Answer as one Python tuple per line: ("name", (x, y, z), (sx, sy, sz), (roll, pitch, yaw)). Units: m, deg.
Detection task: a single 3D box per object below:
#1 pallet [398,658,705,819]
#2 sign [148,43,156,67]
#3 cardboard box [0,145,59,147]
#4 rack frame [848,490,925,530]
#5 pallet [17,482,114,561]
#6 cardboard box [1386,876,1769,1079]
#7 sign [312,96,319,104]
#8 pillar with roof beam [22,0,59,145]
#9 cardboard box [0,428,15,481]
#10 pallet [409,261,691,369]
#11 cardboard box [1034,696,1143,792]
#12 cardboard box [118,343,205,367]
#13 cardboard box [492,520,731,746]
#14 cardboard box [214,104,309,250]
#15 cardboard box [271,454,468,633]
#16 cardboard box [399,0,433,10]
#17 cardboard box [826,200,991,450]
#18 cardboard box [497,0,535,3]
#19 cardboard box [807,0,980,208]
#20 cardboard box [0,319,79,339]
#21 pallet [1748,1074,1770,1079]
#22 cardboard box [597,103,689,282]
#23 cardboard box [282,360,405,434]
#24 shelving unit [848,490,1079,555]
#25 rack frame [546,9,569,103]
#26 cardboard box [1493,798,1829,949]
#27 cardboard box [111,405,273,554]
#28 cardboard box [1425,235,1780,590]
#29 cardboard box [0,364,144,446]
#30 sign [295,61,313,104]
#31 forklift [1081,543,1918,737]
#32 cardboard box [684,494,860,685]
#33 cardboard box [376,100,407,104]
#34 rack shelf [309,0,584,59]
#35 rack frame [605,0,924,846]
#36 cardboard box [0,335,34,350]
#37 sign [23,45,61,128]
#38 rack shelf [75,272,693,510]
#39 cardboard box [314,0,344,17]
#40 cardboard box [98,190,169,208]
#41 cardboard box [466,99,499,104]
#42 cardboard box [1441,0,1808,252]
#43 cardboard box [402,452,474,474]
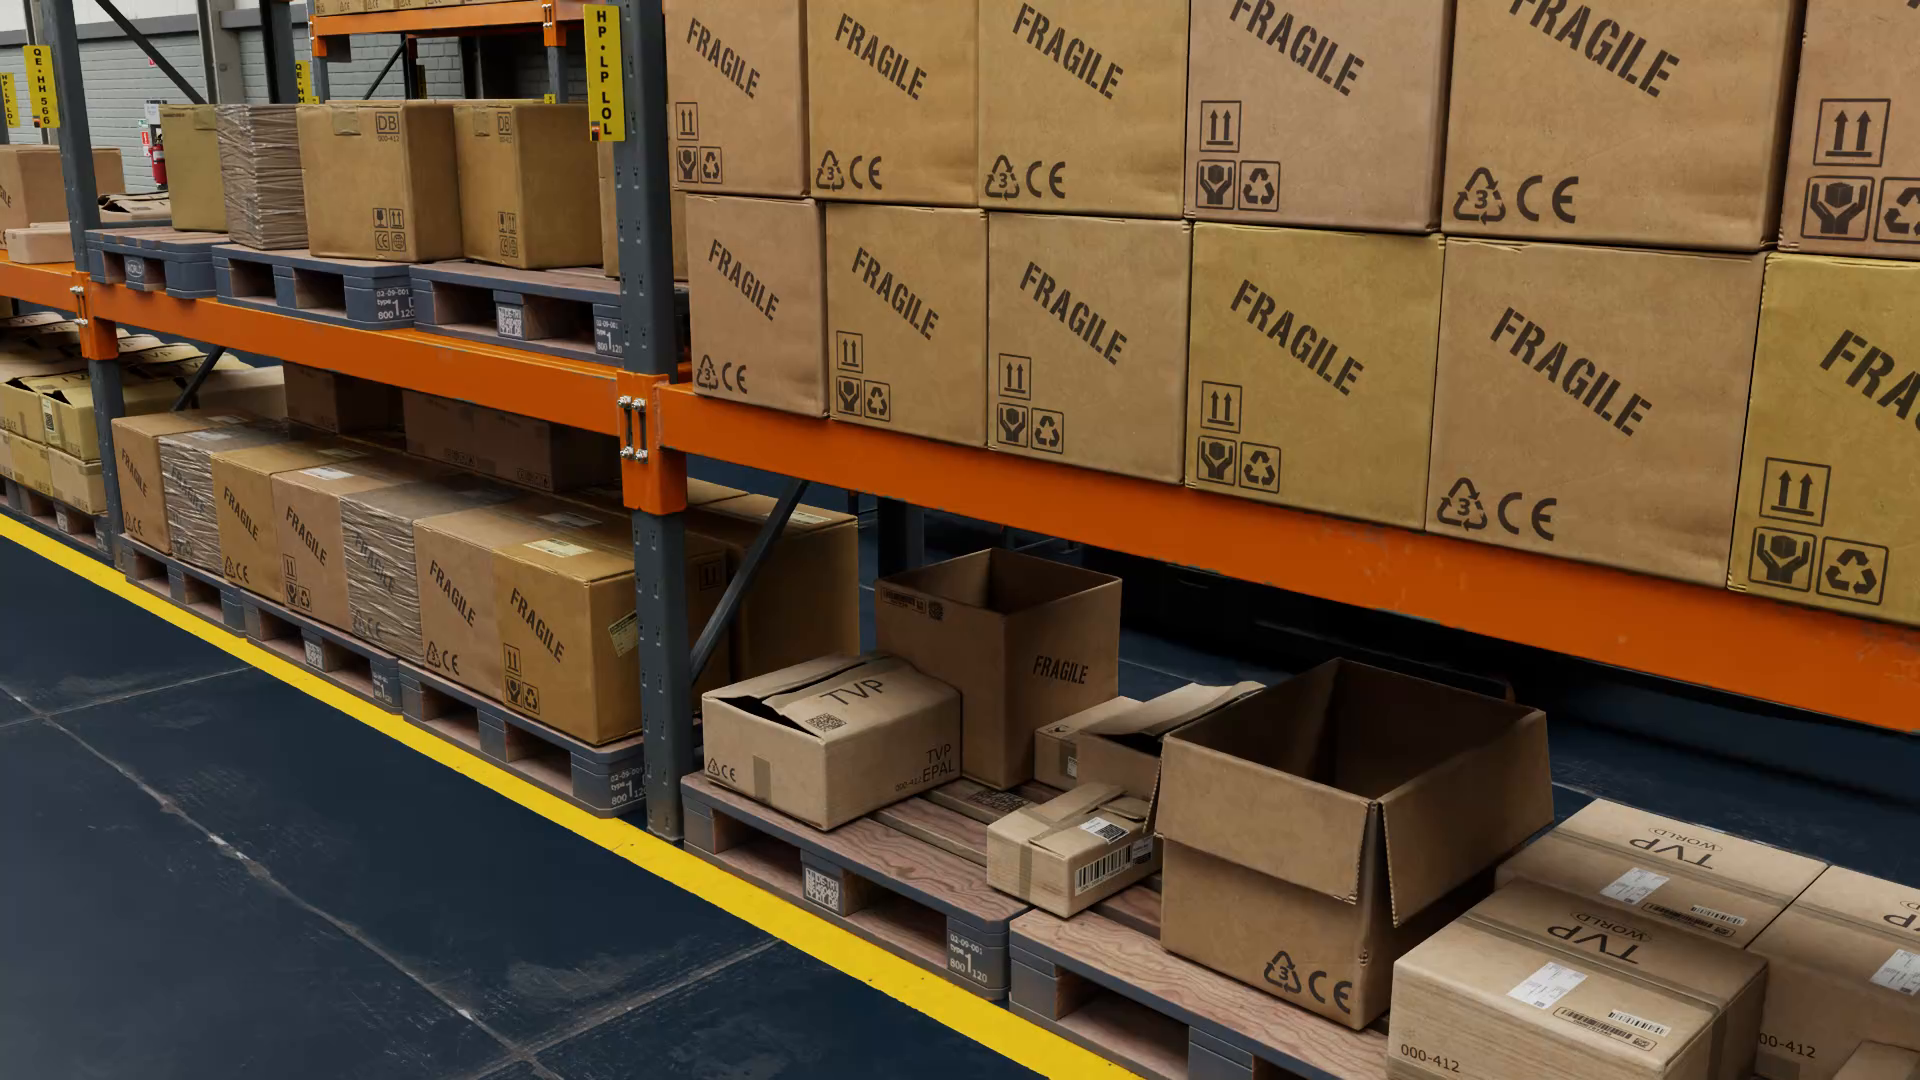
("pallet", (-1.111, 0.516, 5.533), (1.213, 0.211, 1.003), (14, 20, 42))
("sign", (-10.606, -6.363, 21.807), (0.199, 0.298, 0.001), (14, 20, 42))
("cardboard box", (-4.977, -1.829, 8.805), (0.500, 0.500, 0.500), (14, 20, 42))
("rack frame", (-0.361, -0.632, 8.127), (0.032, 1.125, 0.500), (14, 20, 42))
("pallet", (-3.945, -0.200, 8.280), (1.213, 0.211, 1.003), (14, 20, 42))
("cardboard box", (1.155, 0.898, 3.119), (0.500, 0.250, 0.500), (14, 20, 42))
("sign", (-6.079, -4.018, 15.688), (0.005, 0.325, 0.100), (14, 20, 42))
("pillar with roof beam", (-16.225, -7.954, 20.612), (0.400, 9.000, 9.100), (14, 20, 42))
("cardboard box", (-4.661, -0.497, 8.509), (0.500, 0.250, 0.500), (-14, 20, -43))
("pallet", (-0.999, -0.765, 5.299), (1.213, 0.211, 1.003), (14, 20, 42))
("cardboard box", (0.419, 0.572, 4.571), (0.250, 0.149, 0.380), (14, 20, 42))
("cardboard box", (-4.302, -0.867, 8.819), (0.500, 0.311, 0.500), (13, 19, 41))
("cardboard box", (-1.054, 0.264, 5.053), (0.500, 0.500, 0.500), (14, 20, 42))
("cardboard box", (-2.322, -1.365, 6.191), (0.700, 0.500, 0.500), (-10, 18, -34))
("cardboard box", (-2.132, 0.000, 6.068), (0.500, 0.500, 0.500), (13, 19, 40))
("cardboard box", (-4.496, -4.823, 14.307), (0.500, 0.500, 0.500), (-13, 19, -41))
("cardboard box", (0.049, -0.519, 3.775), (0.500, 0.500, 0.500), (14, 20, 43))
("cardboard box", (-3.360, -4.551, 13.264), (0.500, 0.500, 0.500), (-14, 20, -43))
("cardboard box", (0.016, -1.006, 3.664), (0.500, 0.500, 0.500), (13, 19, 40))
("cardboard box", (-5.389, -1.133, 9.841), (0.500, 0.311, 0.500), (-14, 20, -43))
("pallet", (1.751, 1.199, 2.913), (1.213, 0.211, 1.003), (14, 20, 42))
("cardboard box", (-0.685, -1.073, 5.070), (0.500, 0.500, 0.700), (7, 16, 24))
("cardboard box", (-2.499, -0.634, 7.014), (0.500, 0.250, 0.500), (-14, 20, -42))
("shelving unit", (0.005, -0.543, 7.786), (1.048, 1.125, 0.538), (14, 20, 42))
("rack frame", (-2.823, -2.998, 13.489), (0.127, 3.000, 1.000), (14, 20, 42))
("cardboard box", (1.466, 0.798, 3.501), (0.500, 0.250, 0.500), (14, 20, 42))
("cardboard box", (-3.250, -0.270, 7.103), (0.500, 0.500, 0.500), (-13, 20, -42))
("cardboard box", (1.137, -0.254, 2.759), (0.500, 0.500, 0.500), (14, 20, 43))
("cardboard box", (-4.306, -0.679, 8.096), (0.500, 0.311, 0.500), (13, 20, 41))
("sign", (-3.009, -2.020, 7.597), (0.005, 0.325, 0.100), (14, 20, 42))
("forklift", (1.912, -0.954, 5.779), (3.031, 2.935, 1.130), (13, 20, 41))
("cardboard box", (-0.679, 0.170, 5.416), (0.500, 0.500, 0.500), (13, 19, 40))
("cardboard box", (-4.851, -3.680, 14.877), (0.500, 0.500, 0.500), (13, 19, 40))
("rack shelf", (-4.263, -4.451, 14.544), (4.000, 0.370, 1.077), (14, 20, 42))
("rack frame", (-0.500, -0.698, 4.662), (0.127, 3.000, 1.000), (14, 20, 42))
("cardboard box", (-5.404, -0.946, 9.120), (0.500, 0.311, 0.500), (13, 19, 40))
("sign", (-3.762, -1.857, 6.814), (0.005, 0.325, 0.100), (14, 20, 42))
("rack shelf", (-1.939, -0.700, 6.096), (4.000, 0.370, 1.077), (14, 20, 42))
("cardboard box", (-5.635, -5.104, 15.383), (0.500, 0.500, 0.500), (-14, 20, -43))
("cardboard box", (-3.888, -1.547, 8.095), (0.500, 0.311, 0.500), (13, 20, 42))
("cardboard box", (-3.741, -3.411, 13.844), (0.500, 0.500, 0.500), (14, 20, 42))
("cardboard box", (1.128, -0.736, 2.628), (0.500, 0.500, 0.500), (-14, 20, -43))
("cardboard box", (-1.788, -0.099, 6.448), (0.500, 0.500, 0.500), (13, 19, 40))
